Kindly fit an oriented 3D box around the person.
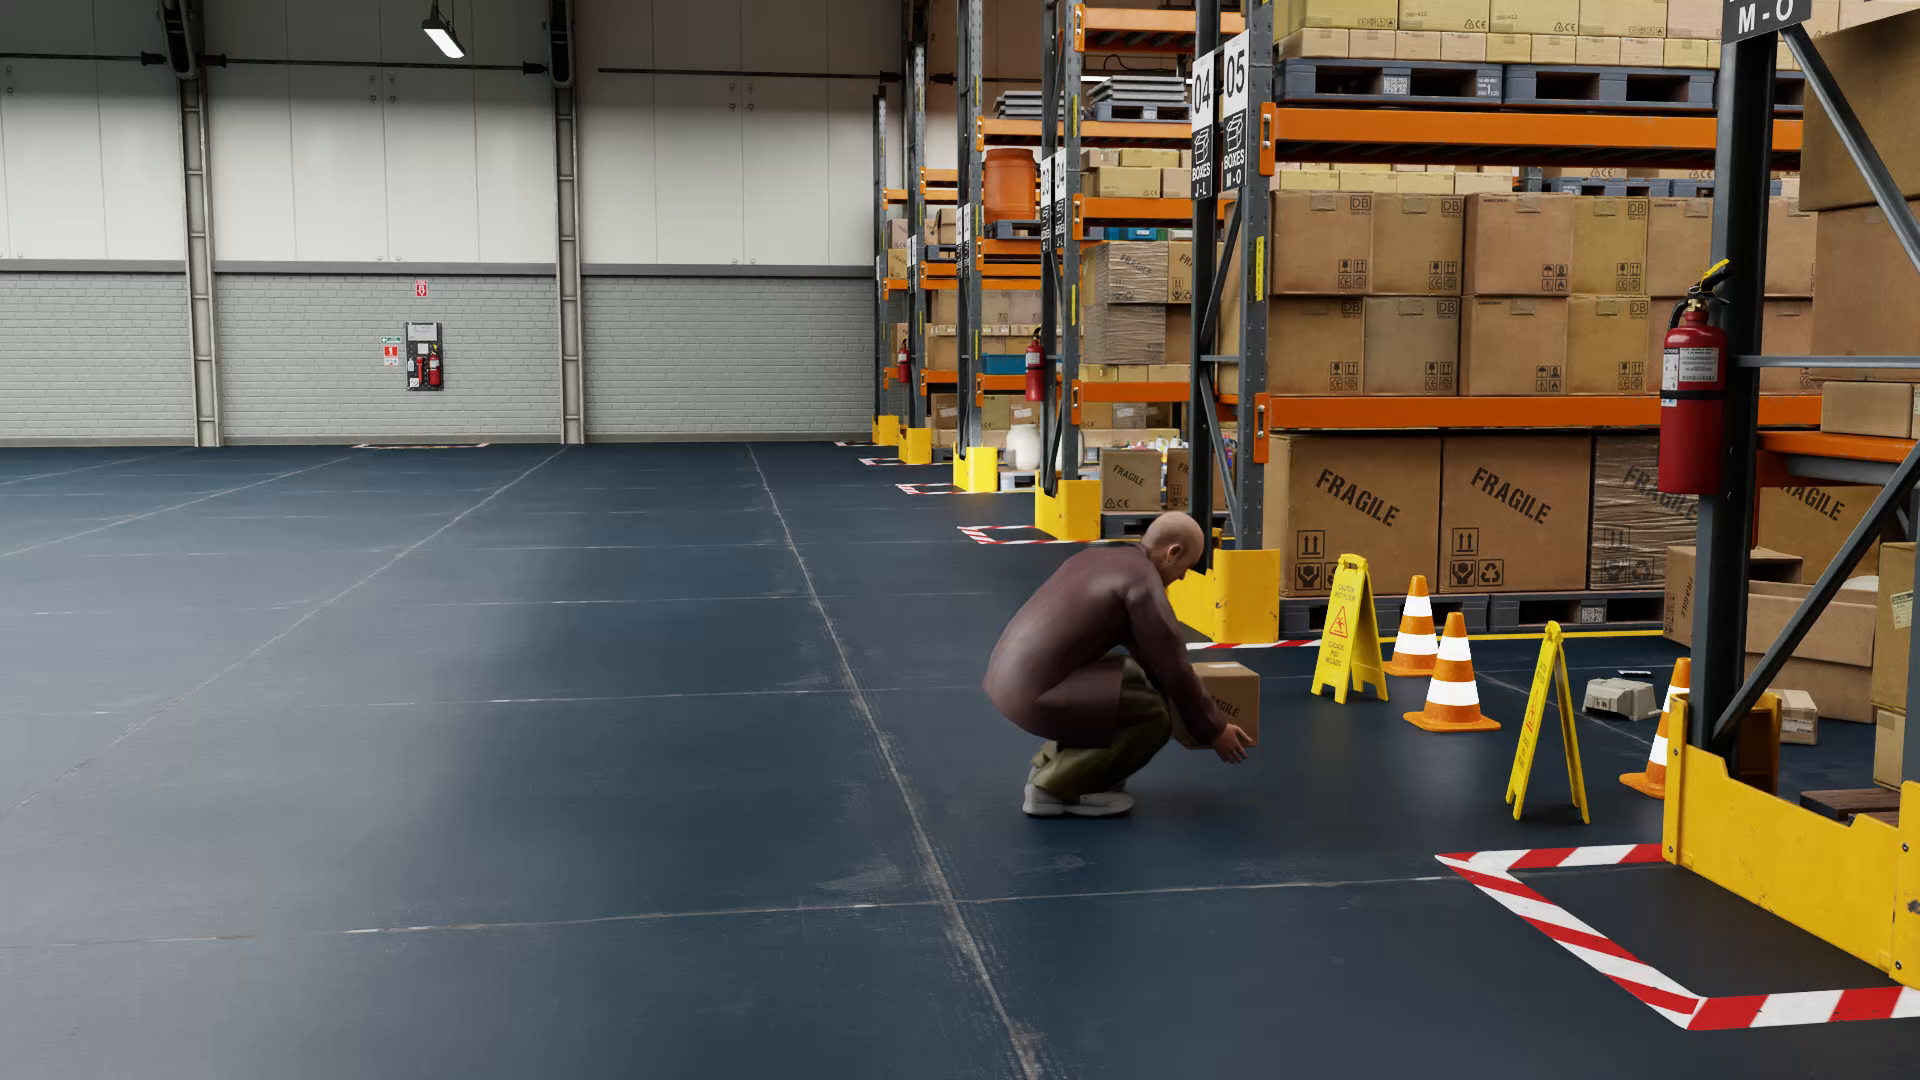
[{"bbox_3d":[0.522,0.408,5.668,0.902,0.997,0.605,-1,6,-9],"label":"person"}]
